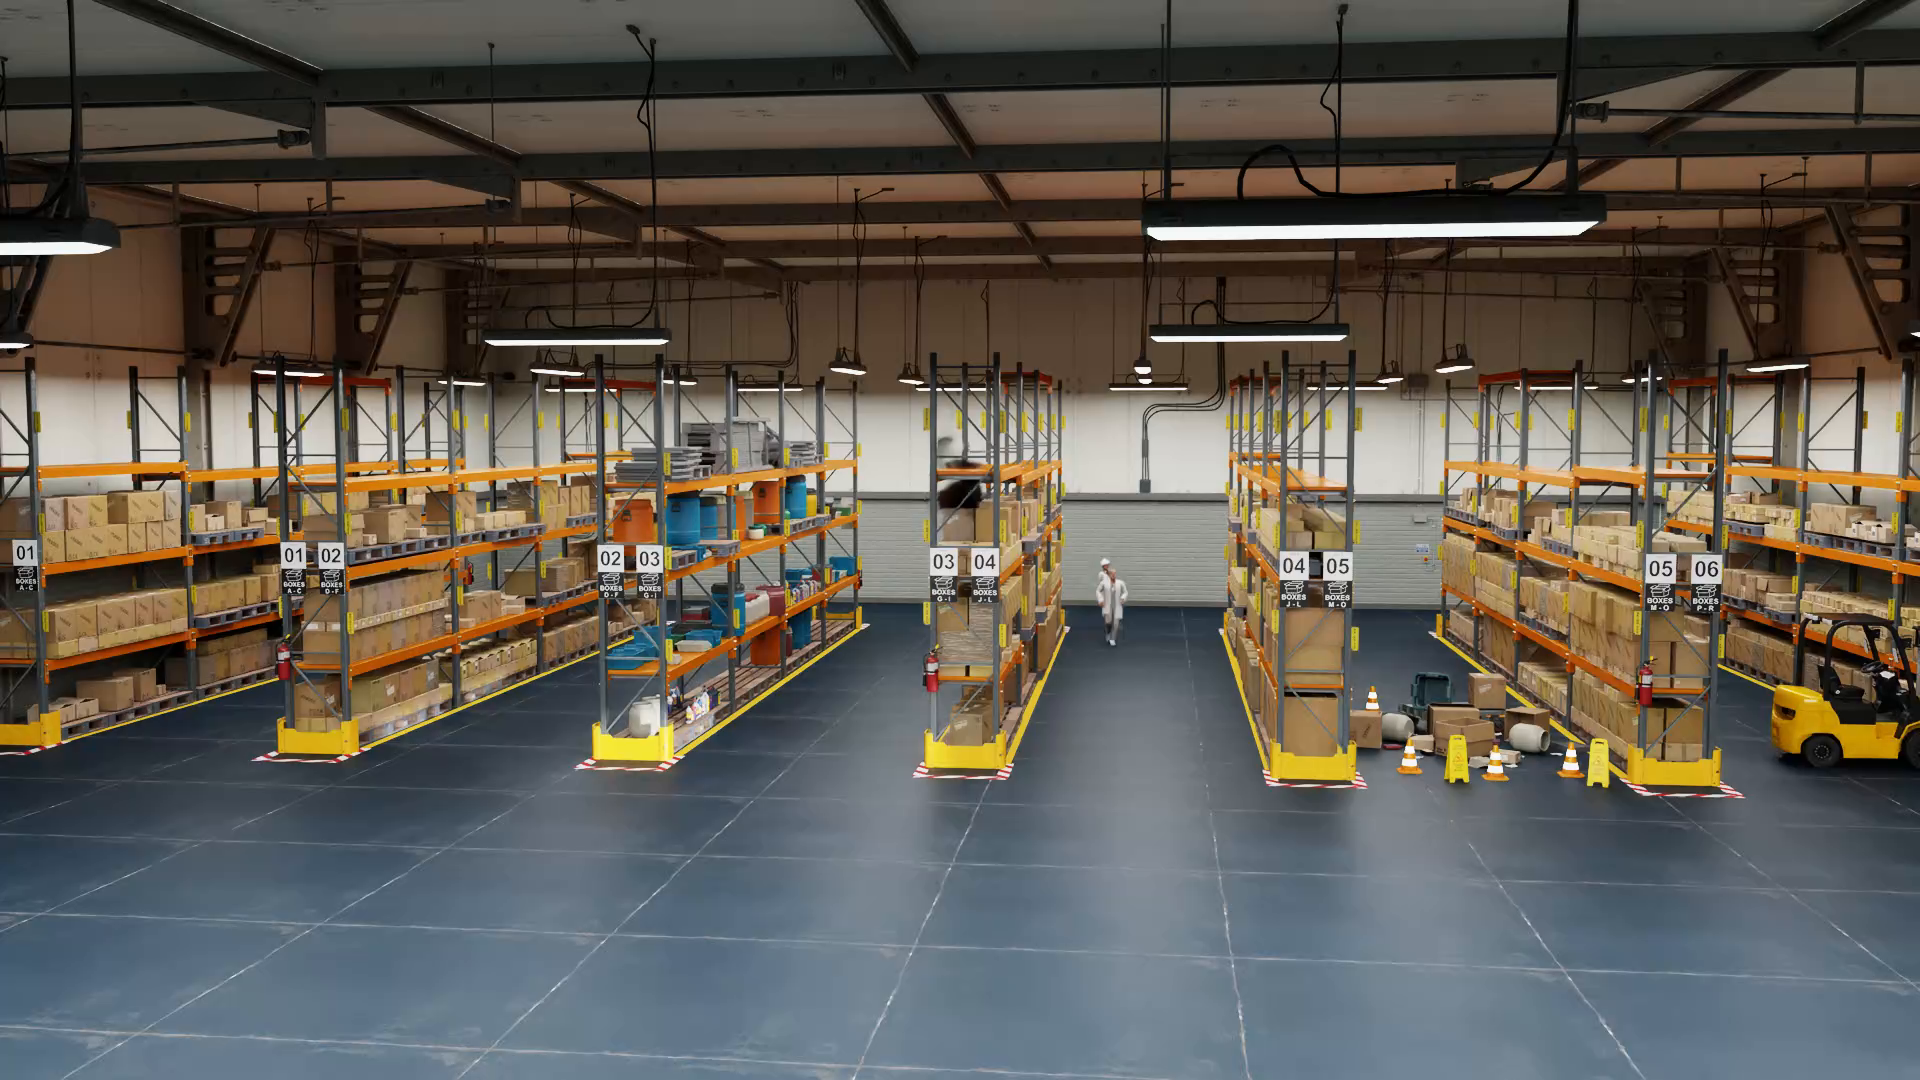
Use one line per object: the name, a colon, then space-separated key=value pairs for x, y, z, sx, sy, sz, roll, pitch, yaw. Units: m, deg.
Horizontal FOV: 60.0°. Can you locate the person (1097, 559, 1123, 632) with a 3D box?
person: x=3.576 y=1.329 z=39.756 sx=0.682 sy=1.763 sz=0.641 roll=-2 pitch=4 yaw=-23

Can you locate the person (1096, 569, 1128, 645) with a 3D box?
person: x=3.430 y=1.510 z=37.305 sx=0.685 sy=1.717 sz=0.685 roll=0 pitch=4 yaw=-3
